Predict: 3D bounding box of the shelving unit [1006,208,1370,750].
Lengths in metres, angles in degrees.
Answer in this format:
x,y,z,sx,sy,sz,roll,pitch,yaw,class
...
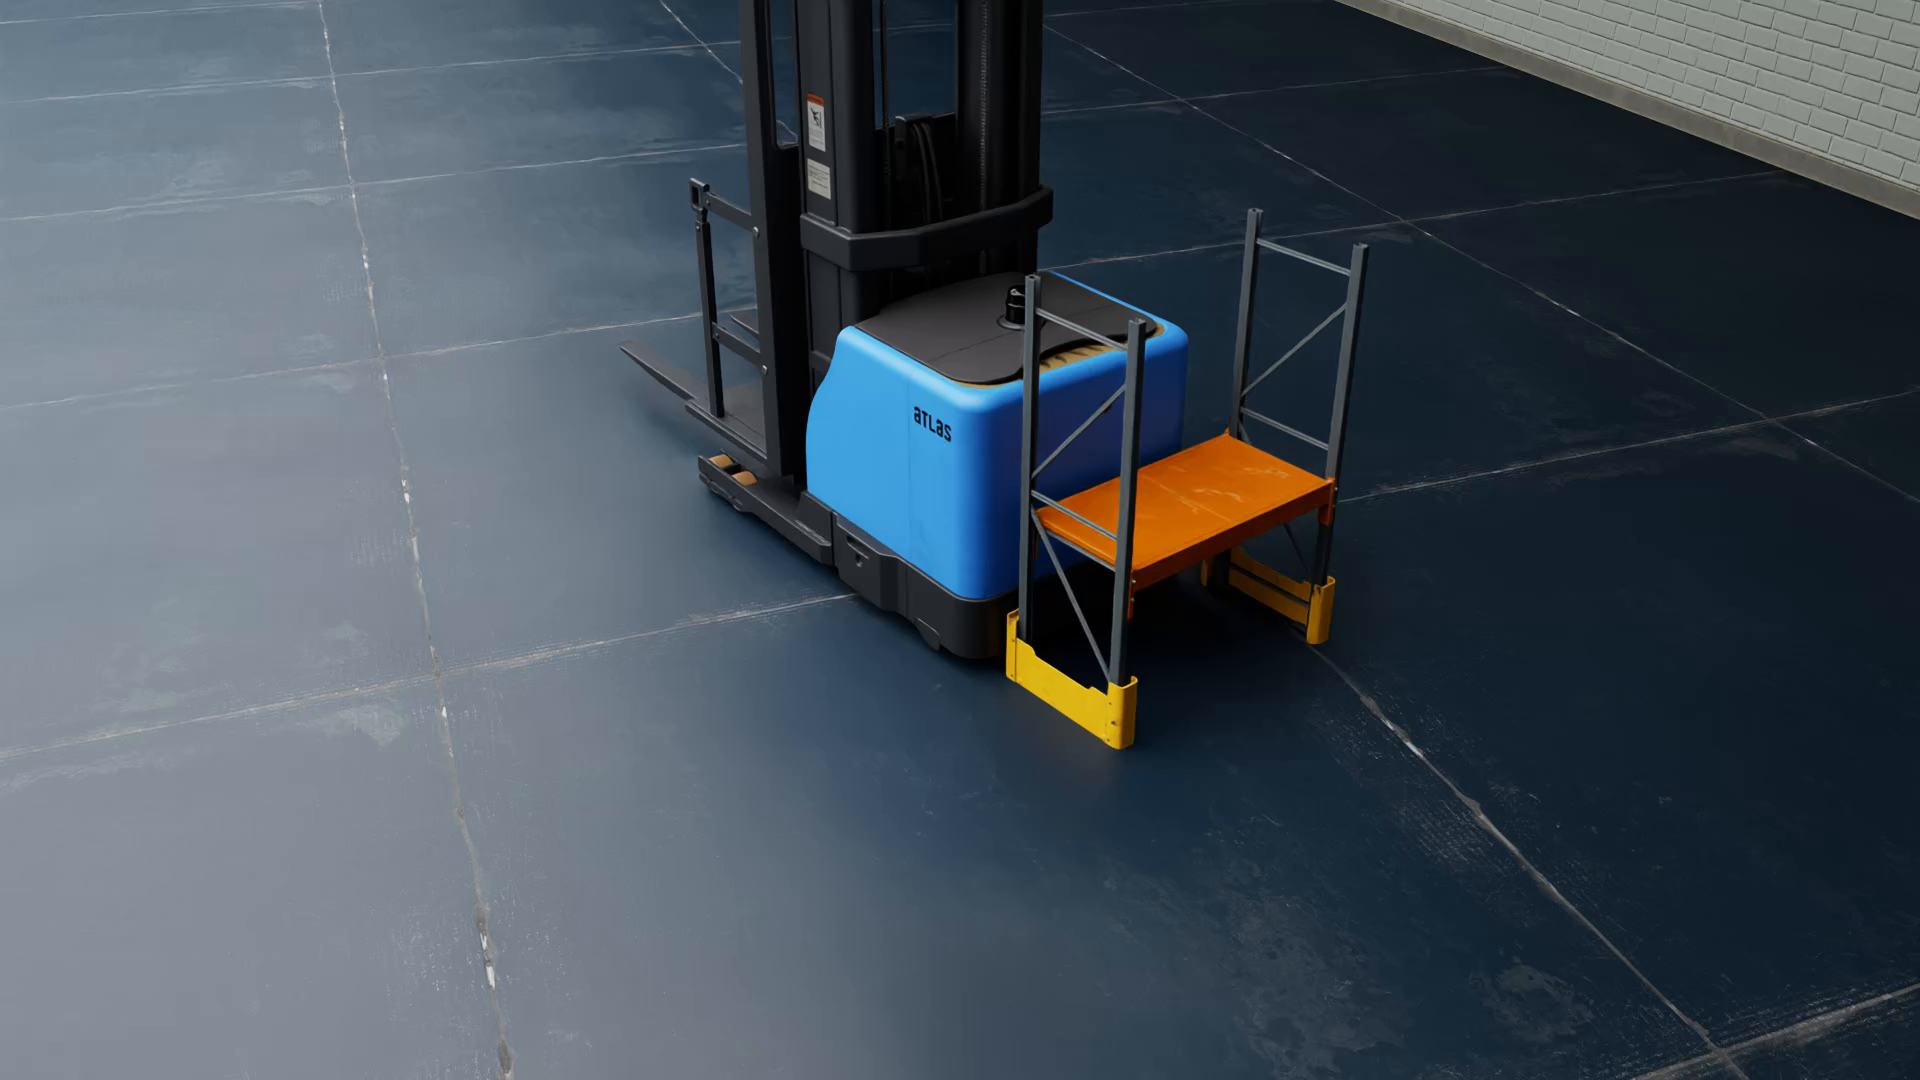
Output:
x,y,z,sx,sy,sz,roll,pitch,yaw,class
0.758,-0.231,5.639,1.083,1.500,0.587,-22,36,-33,shelving unit

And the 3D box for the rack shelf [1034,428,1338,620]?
x,y,z,sx,sy,sz,roll,pitch,yaw,class
0.765,-0.077,5.733,1.000,0.185,0.538,-22,36,-33,rack shelf

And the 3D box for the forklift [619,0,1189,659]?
x,y,z,sx,sy,sz,roll,pitch,yaw,class
-0.456,-1.524,6.463,1.130,2.935,3.031,-20,36,-32,forklift

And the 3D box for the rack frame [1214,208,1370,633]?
x,y,z,sx,sy,sz,roll,pitch,yaw,class
1.159,-0.393,5.924,0.032,1.500,0.500,-22,36,-33,rack frame

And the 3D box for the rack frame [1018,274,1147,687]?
x,y,z,sx,sy,sz,roll,pitch,yaw,class
0.372,-0.074,5.364,0.032,1.500,0.500,-22,36,-33,rack frame

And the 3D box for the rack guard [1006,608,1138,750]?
x,y,z,sx,sy,sz,roll,pitch,yaw,class
0.373,0.468,5.675,0.087,0.250,0.587,-22,36,-33,rack guard

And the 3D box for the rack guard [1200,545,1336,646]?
x,y,z,sx,sy,sz,roll,pitch,yaw,class
1.143,0.156,6.223,0.087,0.250,0.587,-22,36,-33,rack guard
